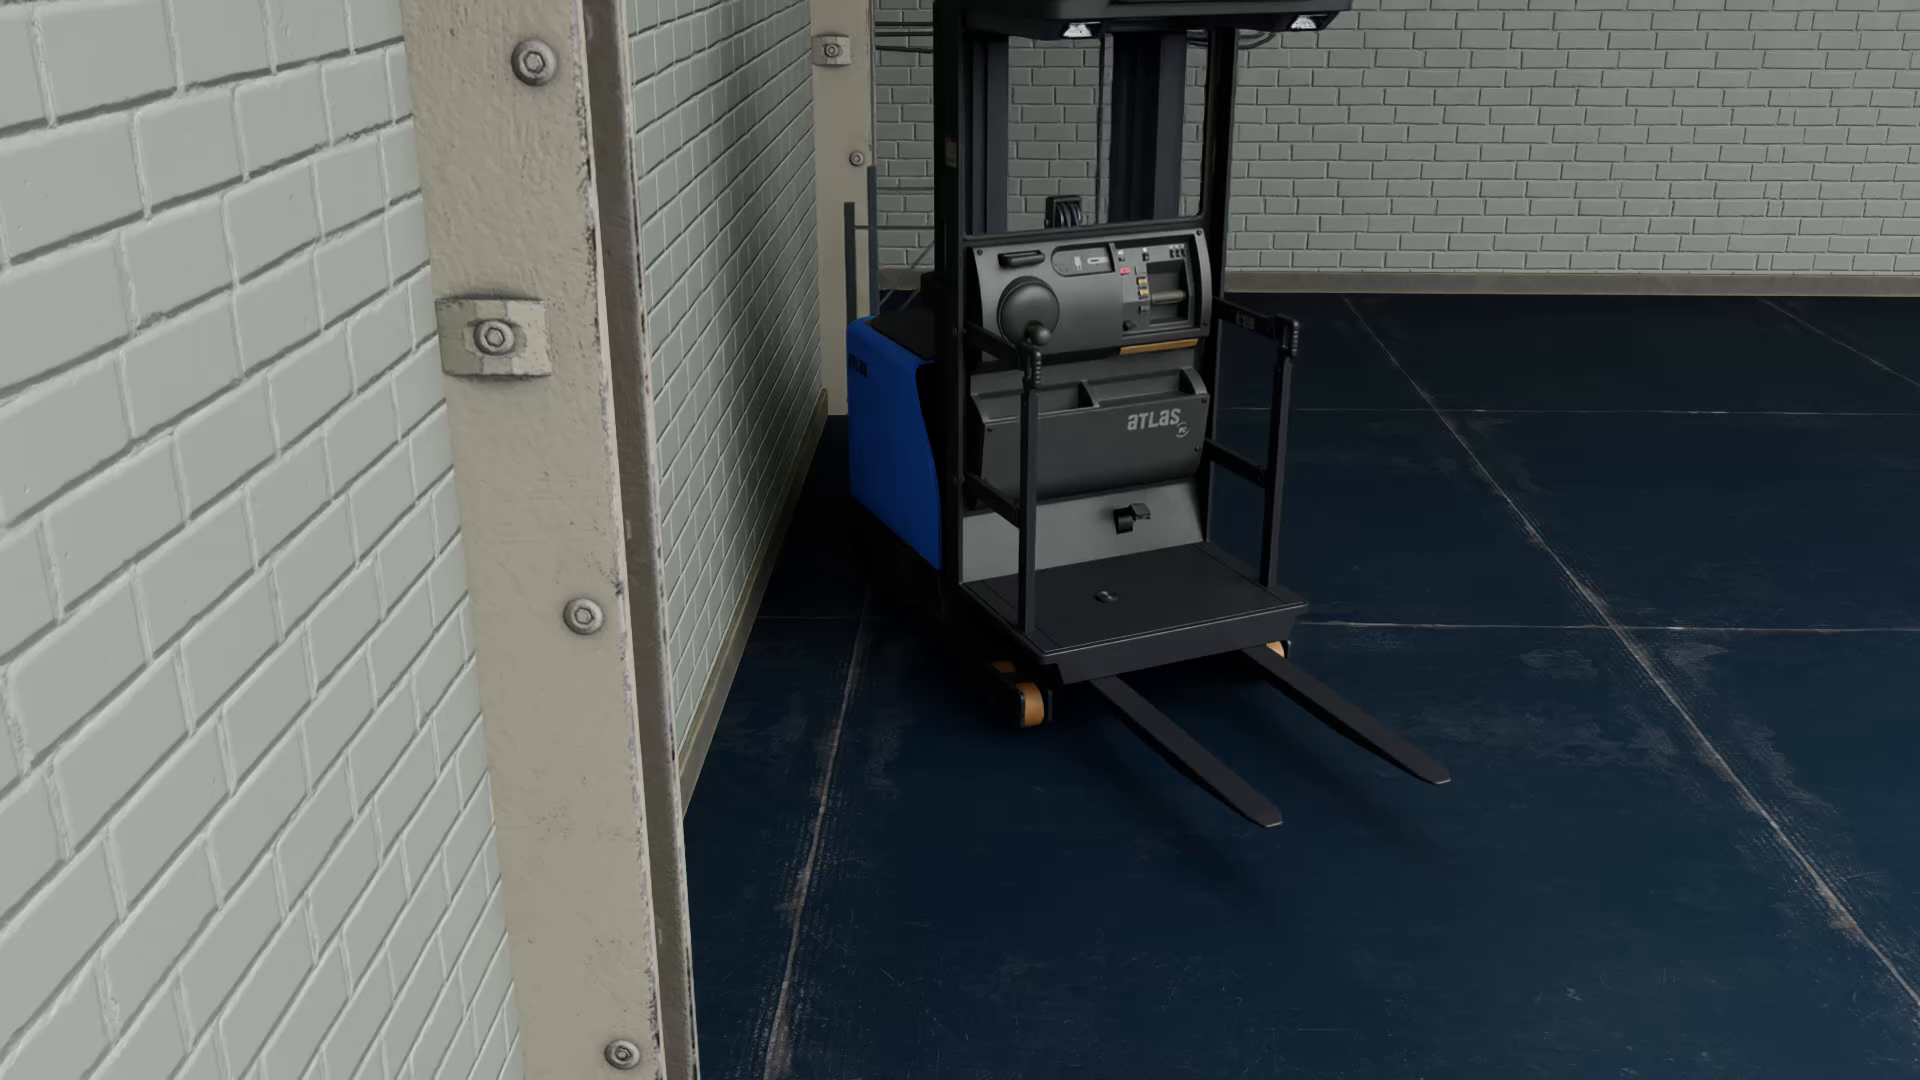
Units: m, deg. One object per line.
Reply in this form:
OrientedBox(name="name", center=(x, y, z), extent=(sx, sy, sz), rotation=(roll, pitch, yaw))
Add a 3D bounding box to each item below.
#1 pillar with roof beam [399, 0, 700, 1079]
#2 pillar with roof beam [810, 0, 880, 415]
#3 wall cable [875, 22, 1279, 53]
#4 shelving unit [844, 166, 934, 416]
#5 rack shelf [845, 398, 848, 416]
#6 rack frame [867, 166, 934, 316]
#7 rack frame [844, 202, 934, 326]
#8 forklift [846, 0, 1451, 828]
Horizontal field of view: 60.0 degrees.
OrientedBox(name="pillar with roof beam", center=(3.502, -2.751, 2.180), extent=(9.100, 9.000, 0.400), rotation=(1, 21, 2))
OrientedBox(name="pillar with roof beam", center=(3.685, -4.921, 7.771), extent=(9.100, 9.000, 0.400), rotation=(1, 21, 2))
OrientedBox(name="wall cable", center=(0.793, -4.571, 11.162), extent=(3.097, 2.526, 0.112), rotation=(1, 21, 2))
OrientedBox(name="shelving unit", center=(-0.220, -0.918, 7.821), extent=(0.538, 1.500, 1.048), rotation=(1, 21, 2))
OrientedBox(name="rack shelf", center=(-0.220, -0.750, 7.886), extent=(0.538, 0.185, 1.000), rotation=(1, 21, 2))
OrientedBox(name="rack frame", center=(-0.198, -1.101, 8.294), extent=(0.500, 1.500, 0.032), rotation=(1, 21, 2))
OrientedBox(name="rack frame", center=(-0.243, -0.734, 7.348), extent=(0.500, 1.500, 0.032), rotation=(1, 21, 2))
OrientedBox(name="forklift", center=(0.569, -0.882, 5.750), extent=(1.130, 2.935, 3.031), rotation=(-9, 23, -22))
